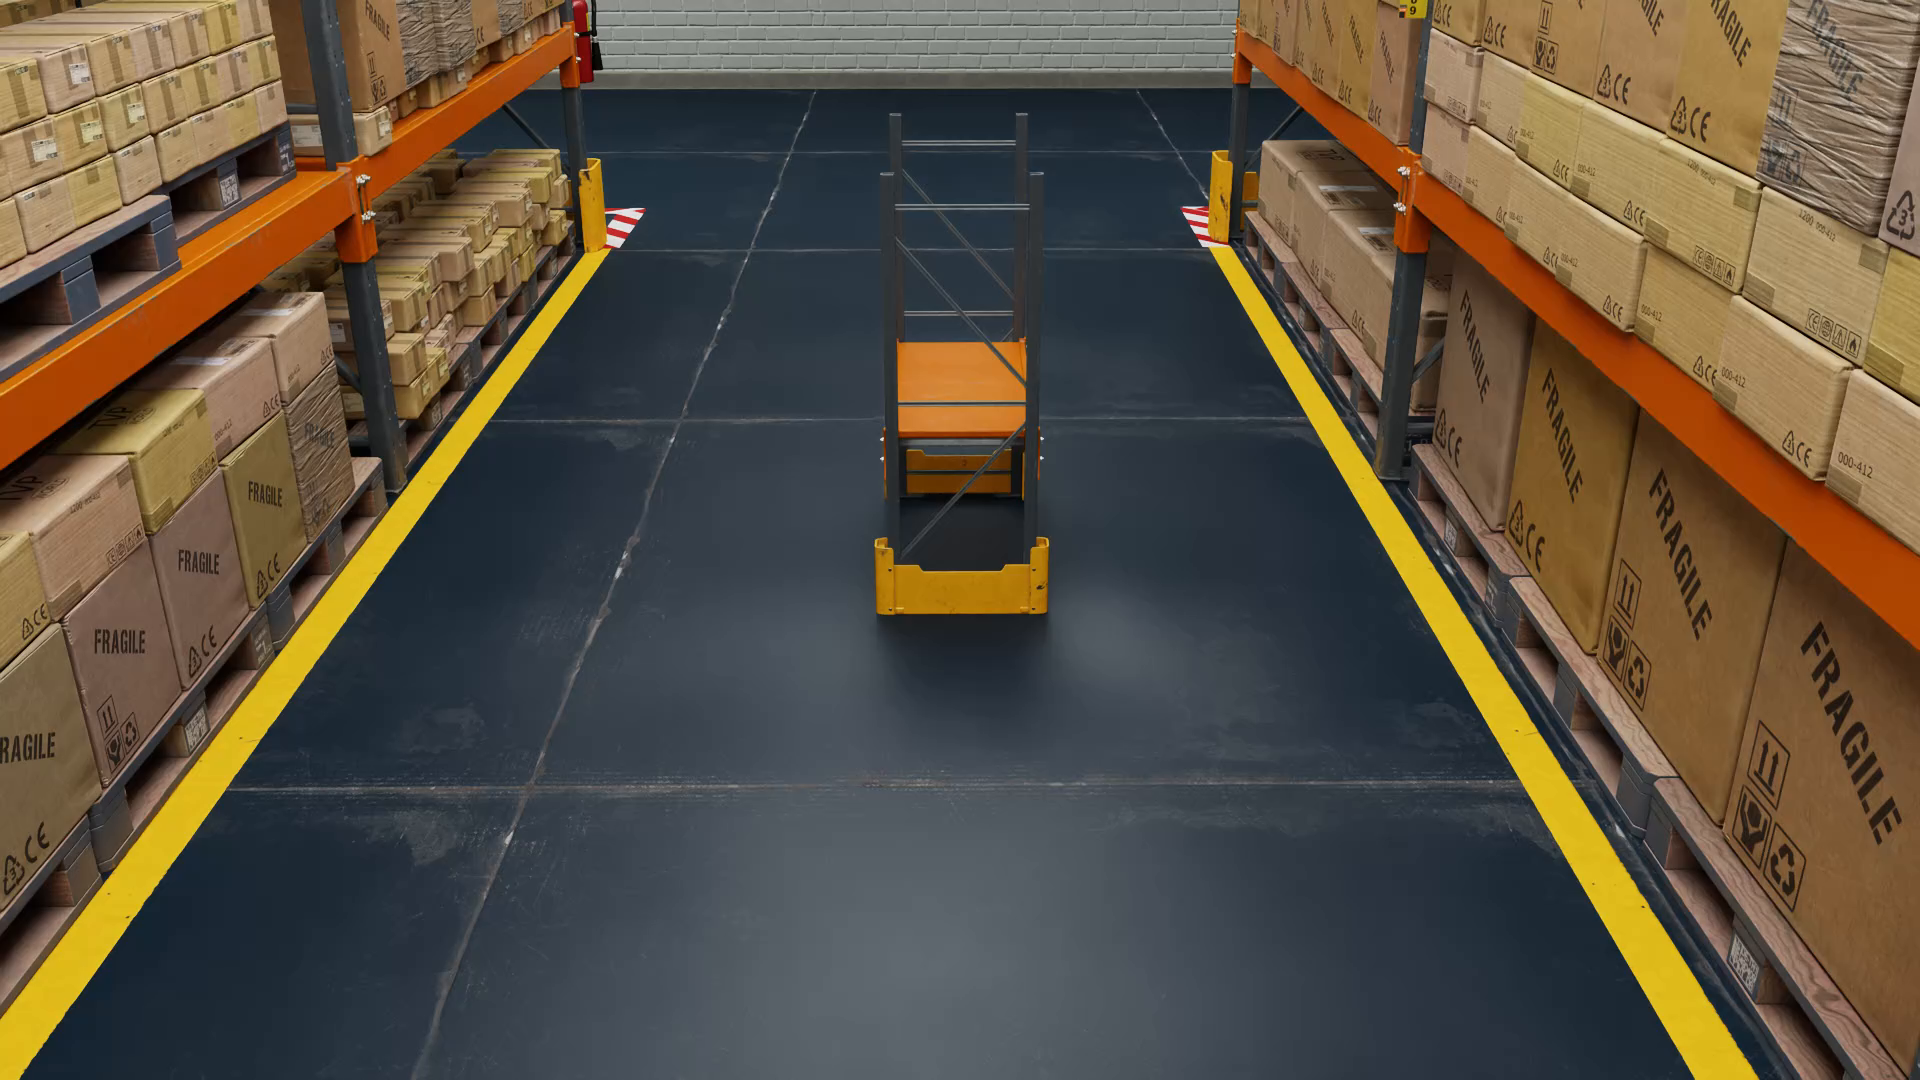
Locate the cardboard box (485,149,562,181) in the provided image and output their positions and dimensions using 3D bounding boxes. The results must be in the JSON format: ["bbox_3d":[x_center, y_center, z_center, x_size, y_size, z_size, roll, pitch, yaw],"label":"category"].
[{"bbox_3d":[-2.525,-2.161,9.616,0.380,0.149,0.250,0,24,0],"label":"cardboard box"}]

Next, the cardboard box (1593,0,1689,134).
[{"bbox_3d":[1.973,-1.320,4.193,0.500,0.500,0.500,-1,24,-1],"label":"cardboard box"}]

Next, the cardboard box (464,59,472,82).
[{"bbox_3d":[-2.529,-2.223,7.830,0.380,0.149,0.250,1,24,1],"label":"cardboard box"}]

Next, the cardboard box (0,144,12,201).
[{"bbox_3d":[-2.517,-0.861,3.949,0.380,0.149,0.250,0,24,-1],"label":"cardboard box"}]

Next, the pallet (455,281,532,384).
[{"bbox_3d":[-2.800,-1.077,8.374,1.003,0.211,1.213,0,24,-1],"label":"pallet"}]

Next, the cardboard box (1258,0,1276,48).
[{"bbox_3d":[1.916,-2.917,8.938,0.500,0.500,0.500,-1,24,-1],"label":"cardboard box"}]

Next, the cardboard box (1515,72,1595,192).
[{"bbox_3d":[1.943,-1.184,4.804,0.500,0.250,0.500,0,24,0],"label":"cardboard box"}]

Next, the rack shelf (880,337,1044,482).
[{"bbox_3d":[0.001,-0.484,5.937,0.538,0.185,1.000,0,24,-1],"label":"rack shelf"}]

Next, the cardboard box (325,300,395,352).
[{"bbox_3d":[-2.537,-0.873,6.768,0.380,0.149,0.250,1,24,2],"label":"cardboard box"}]

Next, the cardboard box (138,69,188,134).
[{"bbox_3d":[-2.528,-1.292,4.902,0.380,0.149,0.250,-1,24,-2],"label":"cardboard box"}]

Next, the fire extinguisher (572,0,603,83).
[{"bbox_3d":[-2.326,-3.115,10.045,0.296,0.674,0.183,0,24,-1],"label":"fire extinguisher"}]

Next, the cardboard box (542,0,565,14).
[{"bbox_3d":[-2.522,-3.212,9.229,0.500,0.500,0.500,0,24,1],"label":"cardboard box"}]

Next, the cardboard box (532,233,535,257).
[{"bbox_3d":[-2.534,-1.575,9.042,0.380,0.149,0.250,0,24,0],"label":"cardboard box"}]

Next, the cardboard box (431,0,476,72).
[{"bbox_3d":[-2.476,-2.364,7.355,0.500,0.500,0.500,-1,24,-2],"label":"cardboard box"}]

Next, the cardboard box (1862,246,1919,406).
[{"bbox_3d":[1.992,-0.340,2.937,0.500,0.250,0.500,0,24,-1],"label":"cardboard box"}]

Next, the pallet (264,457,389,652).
[{"bbox_3d":[-2.731,0.025,5.939,1.003,0.211,1.213,0,24,-1],"label":"pallet"}]

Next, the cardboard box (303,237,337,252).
[{"bbox_3d":[-3.077,-1.301,7.716,0.380,0.149,0.250,-1,24,-3],"label":"cardboard box"}]

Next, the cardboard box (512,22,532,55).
[{"bbox_3d":[-2.489,-2.656,8.788,0.380,0.149,0.250,0,24,1],"label":"cardboard box"}]

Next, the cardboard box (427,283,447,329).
[{"bbox_3d":[-2.556,-1.061,7.544,0.380,0.149,0.250,-1,24,-3],"label":"cardboard box"}]

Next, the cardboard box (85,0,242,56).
[{"bbox_3d":[-2.537,-1.639,5.308,0.380,0.149,0.250,-1,24,-2],"label":"cardboard box"}]

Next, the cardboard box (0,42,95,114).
[{"bbox_3d":[-2.528,-1.213,4.365,0.380,0.149,0.250,-1,24,-3],"label":"cardboard box"}]

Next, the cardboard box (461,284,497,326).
[{"bbox_3d":[-2.478,-1.145,8.091,0.380,0.149,0.250,-1,24,-2],"label":"cardboard box"}]

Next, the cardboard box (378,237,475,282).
[{"bbox_3d":[-2.480,-1.303,7.719,0.380,0.149,0.250,0,24,1],"label":"cardboard box"}]

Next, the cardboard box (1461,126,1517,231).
[{"bbox_3d":[1.956,-1.166,5.371,0.500,0.250,0.500,-1,24,-2],"label":"cardboard box"}]

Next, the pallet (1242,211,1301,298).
[{"bbox_3d":[2.251,-1.679,9.706,1.003,0.211,1.213,0,24,-1],"label":"pallet"}]

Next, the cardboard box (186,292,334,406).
[{"bbox_3d":[-2.480,-0.655,5.672,0.500,0.250,0.500,-1,24,-2],"label":"cardboard box"}]

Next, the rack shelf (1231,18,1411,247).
[{"bbox_3d":[2.186,-2.127,8.185,1.077,0.370,4.000,0,24,-1],"label":"rack shelf"}]

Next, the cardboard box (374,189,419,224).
[{"bbox_3d":[-3.041,-1.727,8.657,0.380,0.149,0.250,1,24,2],"label":"cardboard box"}]

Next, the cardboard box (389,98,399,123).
[{"bbox_3d":[-2.549,-1.786,6.864,0.380,0.149,0.250,-1,24,-3],"label":"cardboard box"}]

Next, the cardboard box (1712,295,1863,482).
[{"bbox_3d":[1.965,-0.331,3.525,0.500,0.250,0.500,0,24,0],"label":"cardboard box"}]

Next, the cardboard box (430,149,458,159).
[{"bbox_3d":[-3.118,-2.161,9.616,0.380,0.149,0.250,-1,24,-3],"label":"cardboard box"}]

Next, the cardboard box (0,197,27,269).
[{"bbox_3d":[-2.517,-0.727,4.012,0.380,0.149,0.250,0,24,0],"label":"cardboard box"}]

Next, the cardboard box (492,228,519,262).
[{"bbox_3d":[-2.483,-1.493,8.501,0.380,0.149,0.250,1,24,2],"label":"cardboard box"}]

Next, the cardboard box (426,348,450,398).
[{"bbox_3d":[-2.426,-0.720,7.152,0.380,0.149,0.250,0,24,1],"label":"cardboard box"}]

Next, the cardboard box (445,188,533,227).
[{"bbox_3d":[-2.452,-1.734,8.672,0.380,0.149,0.250,1,24,1],"label":"cardboard box"}]

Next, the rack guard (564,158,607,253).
[{"bbox_3d":[-2.784,-2.044,10.164,1.175,0.500,0.348,0,24,-1],"label":"rack guard"}]

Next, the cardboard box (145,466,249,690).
[{"bbox_3d":[-2.474,0.108,4.896,0.500,0.500,0.500,-1,24,-2],"label":"cardboard box"}]

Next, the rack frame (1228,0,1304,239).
[{"bbox_3d":[2.164,-3.279,9.859,1.000,3.000,0.127,0,24,-1],"label":"rack frame"}]

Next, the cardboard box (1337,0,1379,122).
[{"bbox_3d":[1.936,-2.078,7.083,0.500,0.500,0.500,-1,24,-2],"label":"cardboard box"}]

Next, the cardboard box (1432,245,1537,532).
[{"bbox_3d":[2.295,-0.599,6.002,0.875,0.875,0.875,0,24,1],"label":"cardboard box"}]

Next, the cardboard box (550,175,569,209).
[{"bbox_3d":[-2.493,-2.026,9.680,0.380,0.149,0.250,-1,24,-2],"label":"cardboard box"}]

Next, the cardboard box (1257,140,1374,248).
[{"bbox_3d":[2.271,-2.031,9.700,0.875,0.438,0.875,-1,24,-2],"label":"cardboard box"}]

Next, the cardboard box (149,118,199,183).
[{"bbox_3d":[-2.532,-1.168,4.987,0.380,0.149,0.250,-1,24,-3],"label":"cardboard box"}]

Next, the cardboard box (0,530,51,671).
[{"bbox_3d":[-2.468,0.193,3.796,0.500,0.250,0.500,-1,24,-1],"label":"cardboard box"}]

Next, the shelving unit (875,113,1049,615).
[{"bbox_3d":[0.001,-0.652,5.871,0.587,1.500,1.083,0,24,-1],"label":"shelving unit"}]
